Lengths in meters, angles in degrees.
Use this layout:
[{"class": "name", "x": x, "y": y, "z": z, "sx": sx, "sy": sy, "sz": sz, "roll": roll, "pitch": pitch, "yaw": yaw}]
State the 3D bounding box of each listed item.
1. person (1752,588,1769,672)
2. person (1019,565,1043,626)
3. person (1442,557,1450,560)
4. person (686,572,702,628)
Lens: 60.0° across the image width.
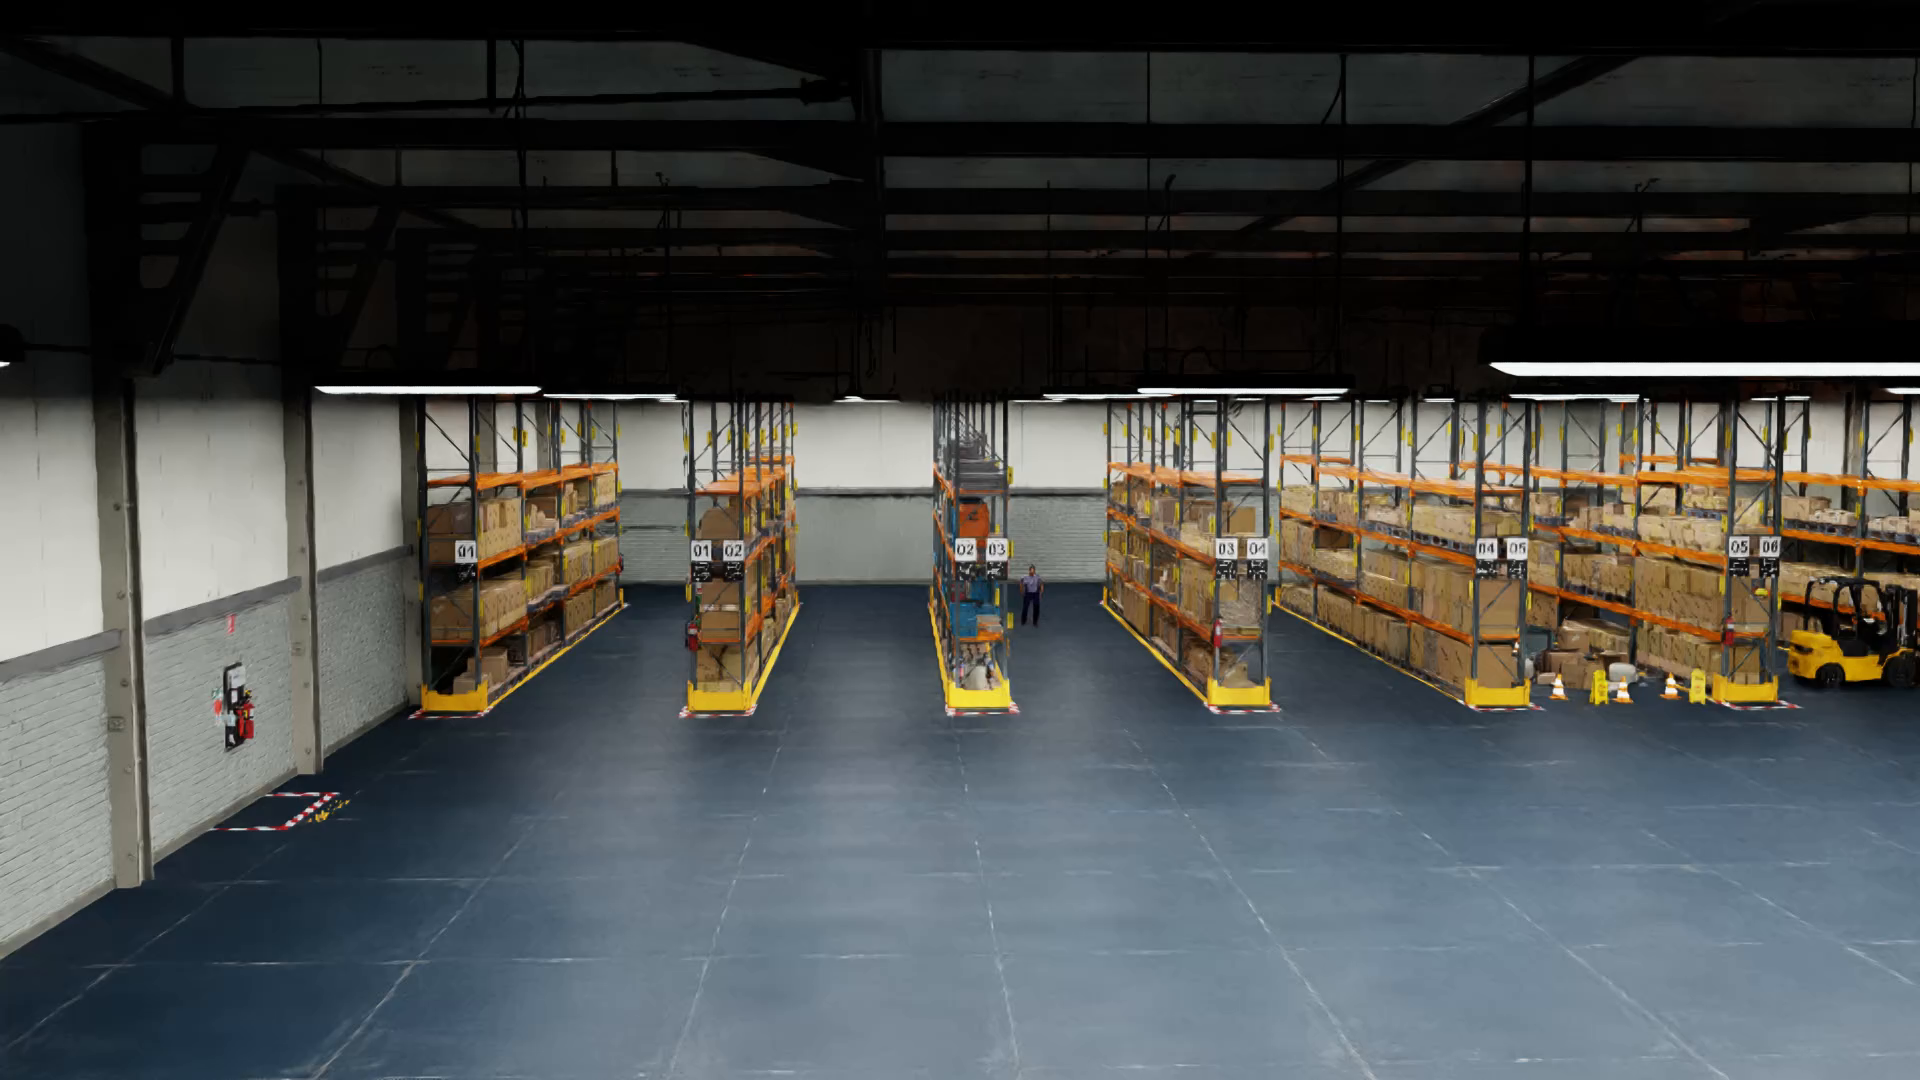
[{"class": "person", "x": 17.122, "y": 1.916, "z": 35.698, "sx": 0.497, "sy": 1.765, "sz": 0.622, "roll": 2, "pitch": 5, "yaw": 26}, {"class": "person", "x": 1.832, "y": 1.440, "z": 42.960, "sx": 0.608, "sy": 1.581, "sz": 0.508, "roll": 0, "pitch": 5, "yaw": -5}, {"class": "person", "x": 12.672, "y": 1.269, "z": 43.525, "sx": 0.648, "sy": 1.773, "sz": 0.690, "roll": 2, "pitch": 5, "yaw": 19}, {"class": "person", "x": -6.756, "y": 1.379, "z": 42.634, "sx": 0.553, "sy": 1.709, "sz": 1.123, "roll": 0, "pitch": 5, "yaw": 0}]
